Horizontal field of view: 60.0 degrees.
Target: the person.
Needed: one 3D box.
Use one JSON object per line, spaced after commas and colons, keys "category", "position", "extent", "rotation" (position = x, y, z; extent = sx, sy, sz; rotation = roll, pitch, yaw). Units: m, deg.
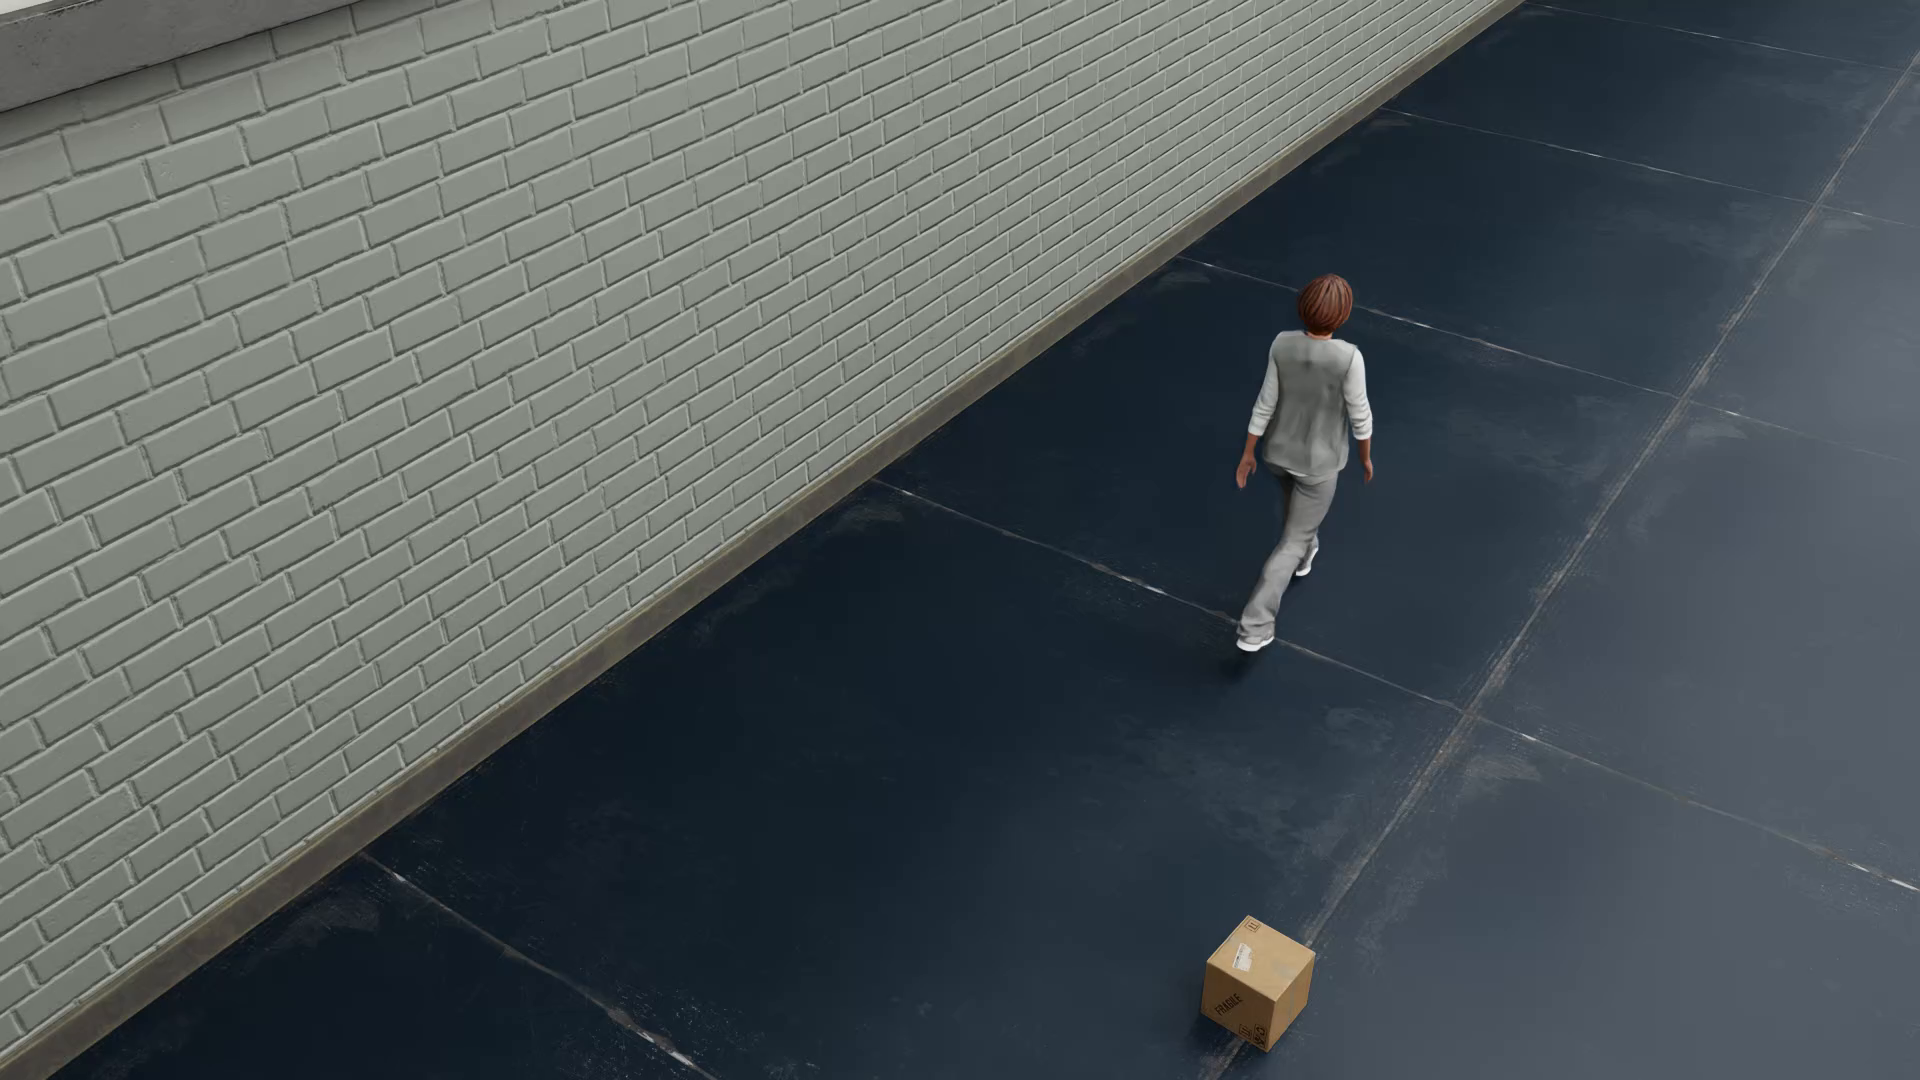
{"category": "person", "position": [1.392, -0.337, 6.645], "extent": [0.458, 1.528, 0.974], "rotation": [23, 41, 29]}
